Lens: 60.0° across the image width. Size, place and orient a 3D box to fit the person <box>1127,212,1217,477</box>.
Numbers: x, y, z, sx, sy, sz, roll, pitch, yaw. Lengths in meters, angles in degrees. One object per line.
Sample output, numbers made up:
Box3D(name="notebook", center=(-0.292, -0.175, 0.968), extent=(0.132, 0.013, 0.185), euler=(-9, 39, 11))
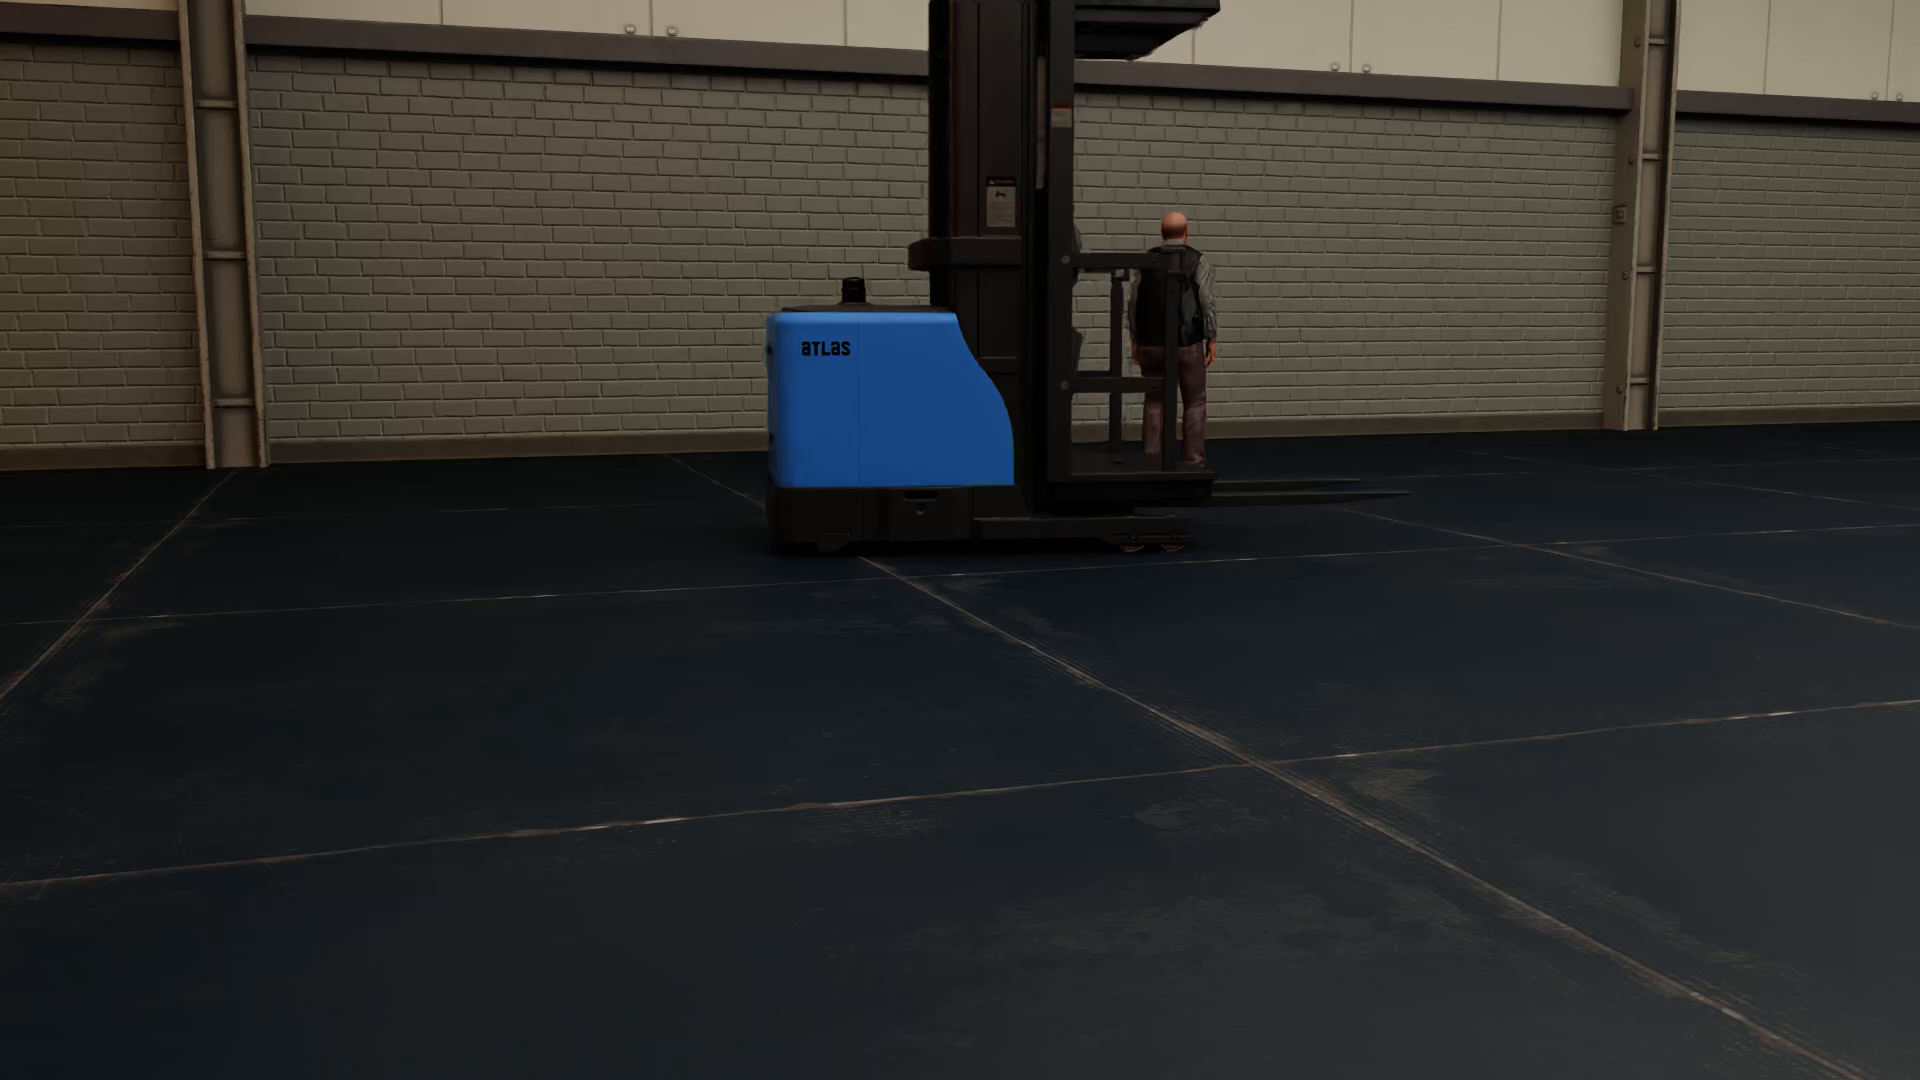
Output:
Box3D(name="person", center=(1.368, -1.248, 10.735), extent=(0.580, 1.717, 0.424), euler=(4, 9, 24))

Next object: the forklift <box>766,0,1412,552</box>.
Box3D(name="forklift", center=(0.608, -1.467, 7.838), extent=(3.031, 2.935, 1.130), euler=(-1, 8, -9))
